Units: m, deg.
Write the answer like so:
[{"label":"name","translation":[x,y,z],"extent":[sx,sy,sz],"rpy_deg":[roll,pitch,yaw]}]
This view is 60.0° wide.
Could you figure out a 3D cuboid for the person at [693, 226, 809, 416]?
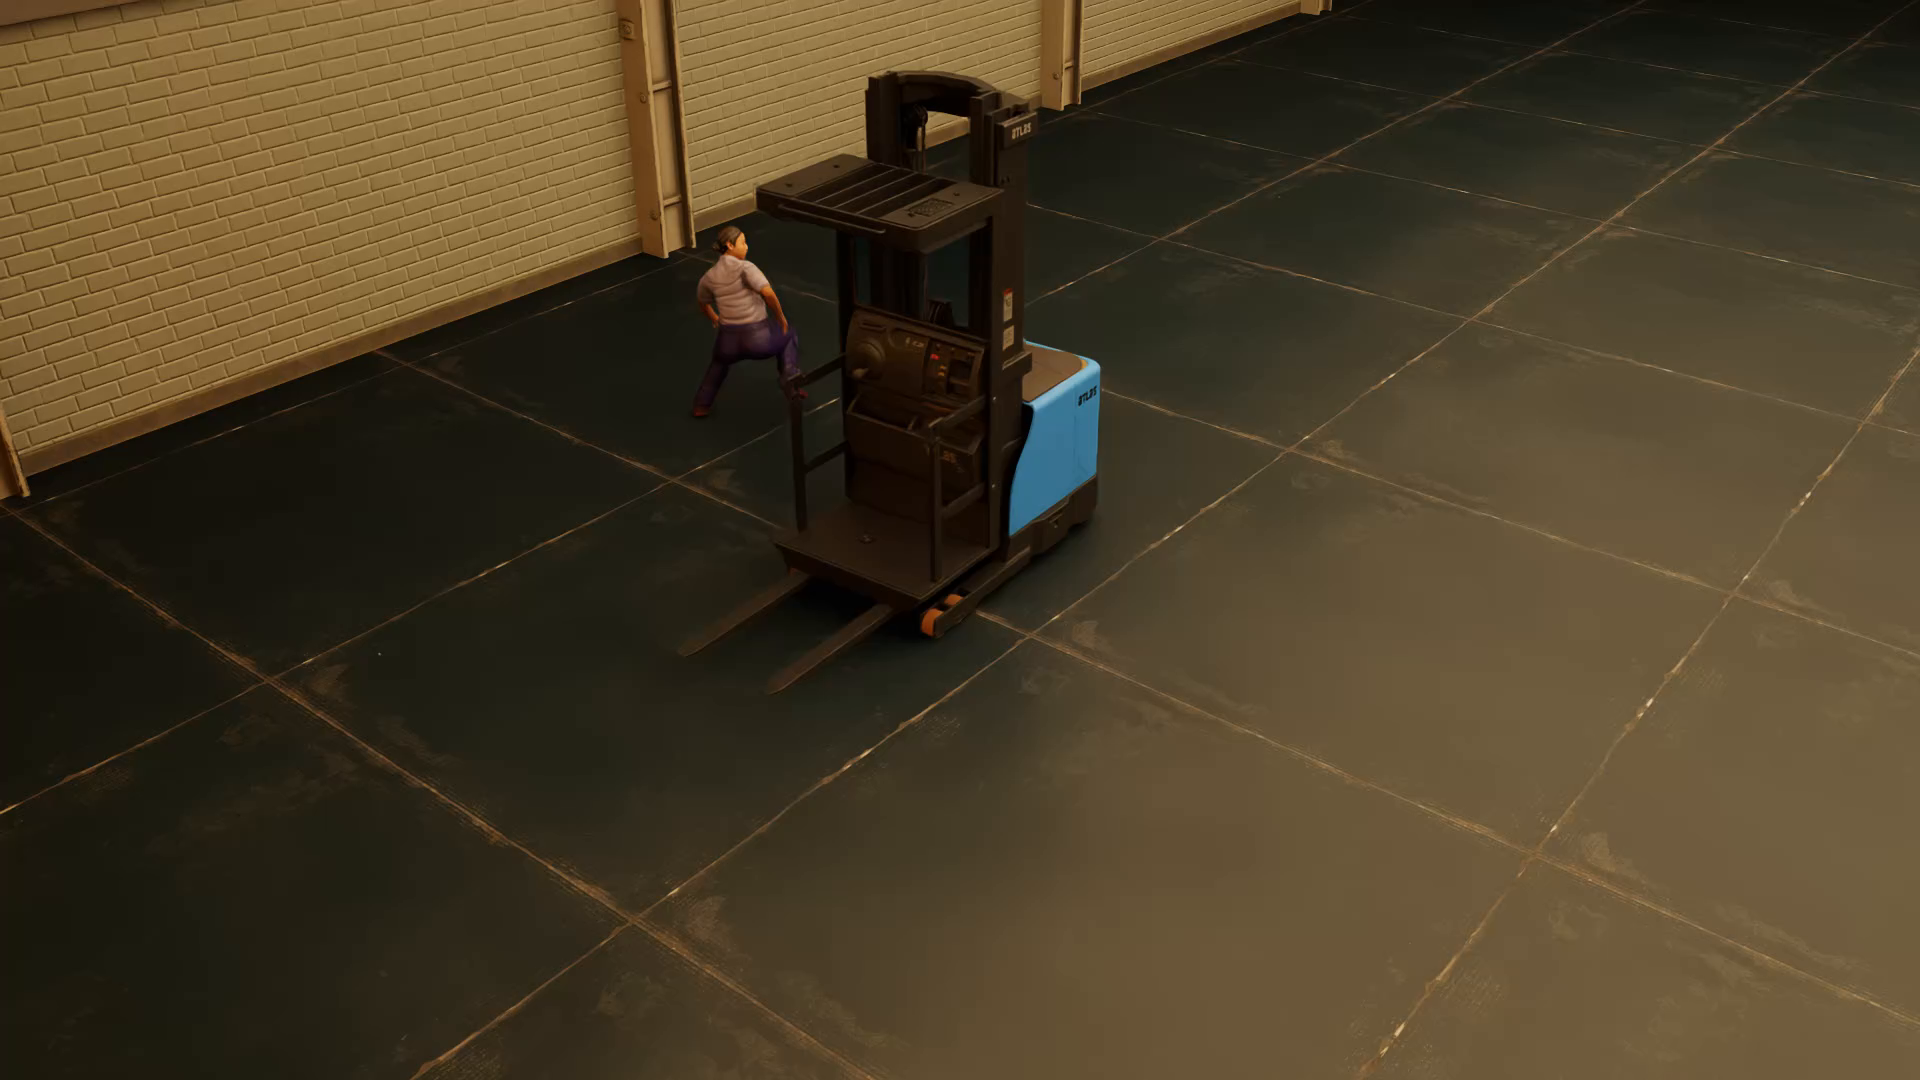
[{"label":"person","translation":[-1.531,-1.499,11.729],"extent":[0.825,1.439,0.632],"rpy_deg":[8,31,13]}]

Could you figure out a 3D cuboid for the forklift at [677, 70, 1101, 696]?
[{"label":"forklift","translation":[-0.383,-0.982,9.275],"extent":[1.130,2.935,3.031],"rpy_deg":[20,36,30]}]
